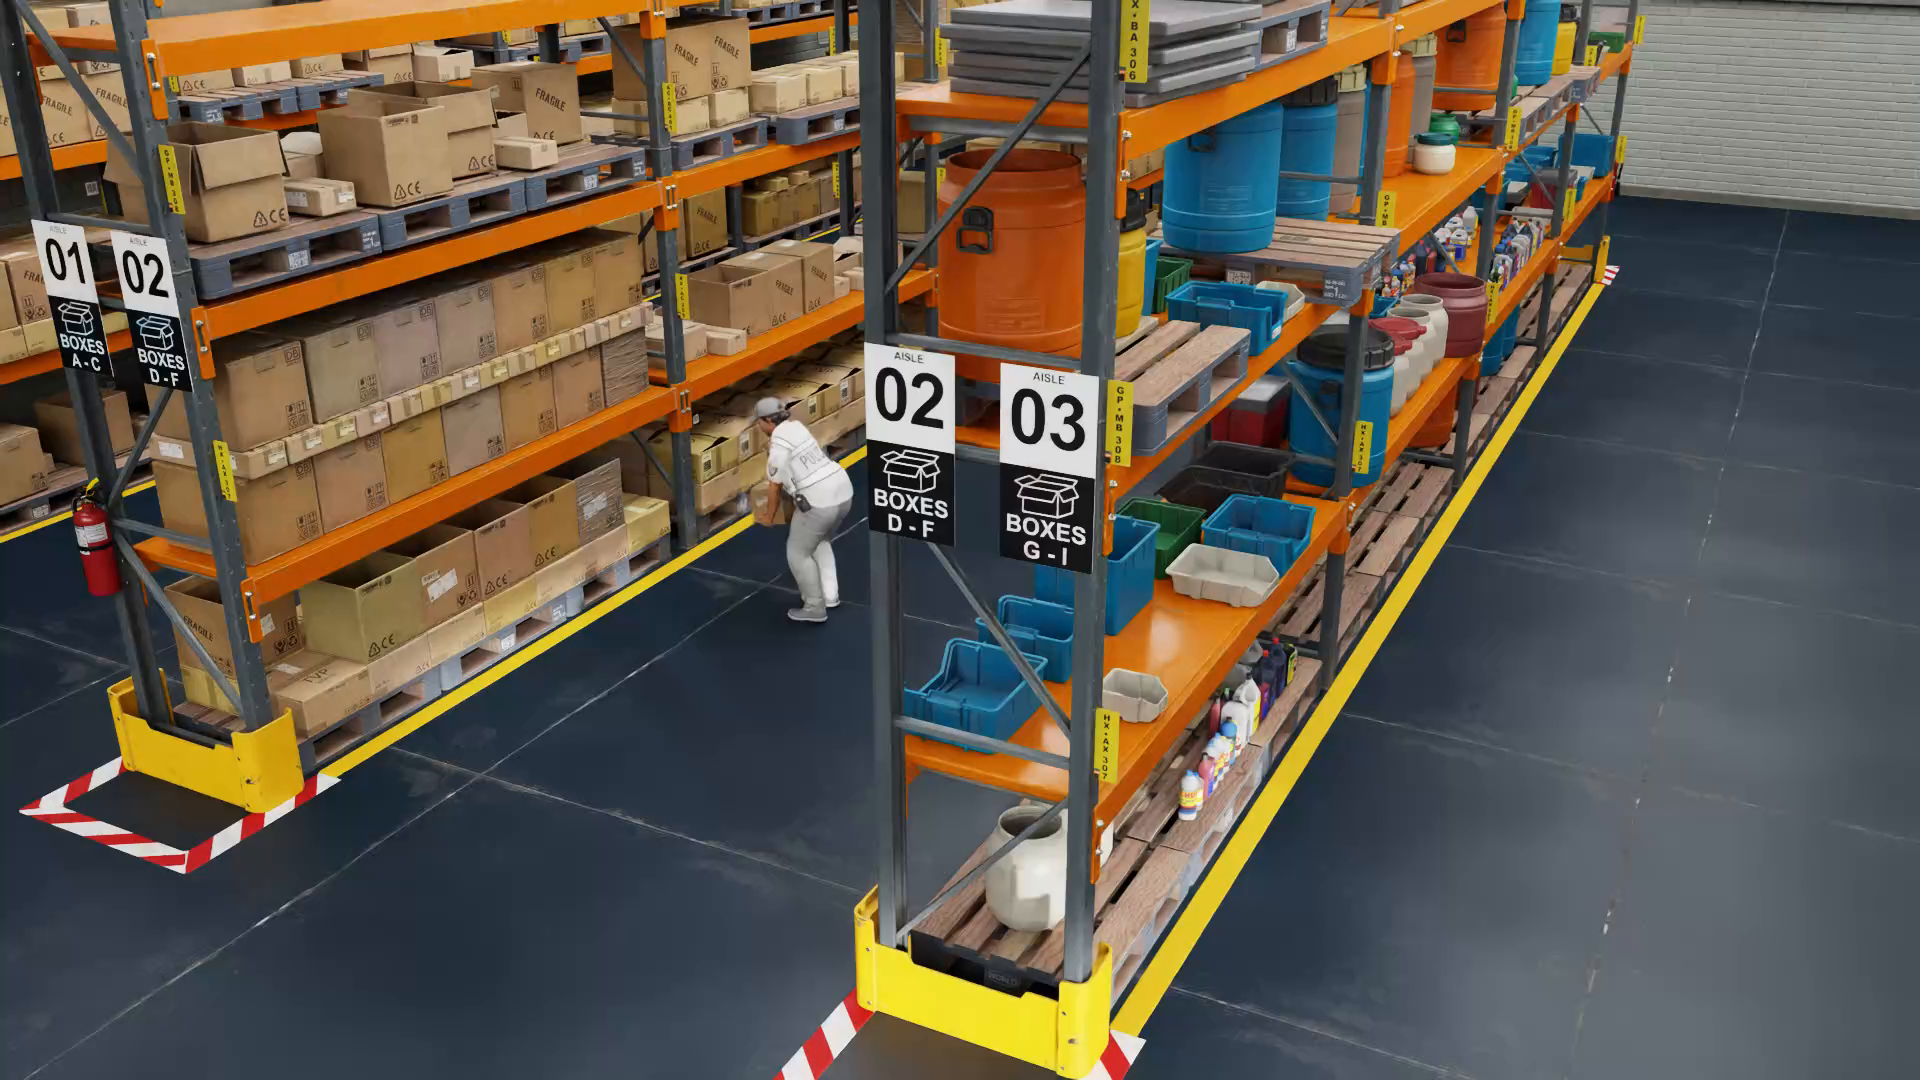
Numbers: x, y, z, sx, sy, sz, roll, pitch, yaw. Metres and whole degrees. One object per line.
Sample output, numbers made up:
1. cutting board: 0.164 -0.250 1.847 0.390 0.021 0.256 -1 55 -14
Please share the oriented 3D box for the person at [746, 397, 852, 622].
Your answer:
1. person: -1.109 -0.223 11.430 0.708 1.536 0.439 11 25 24
